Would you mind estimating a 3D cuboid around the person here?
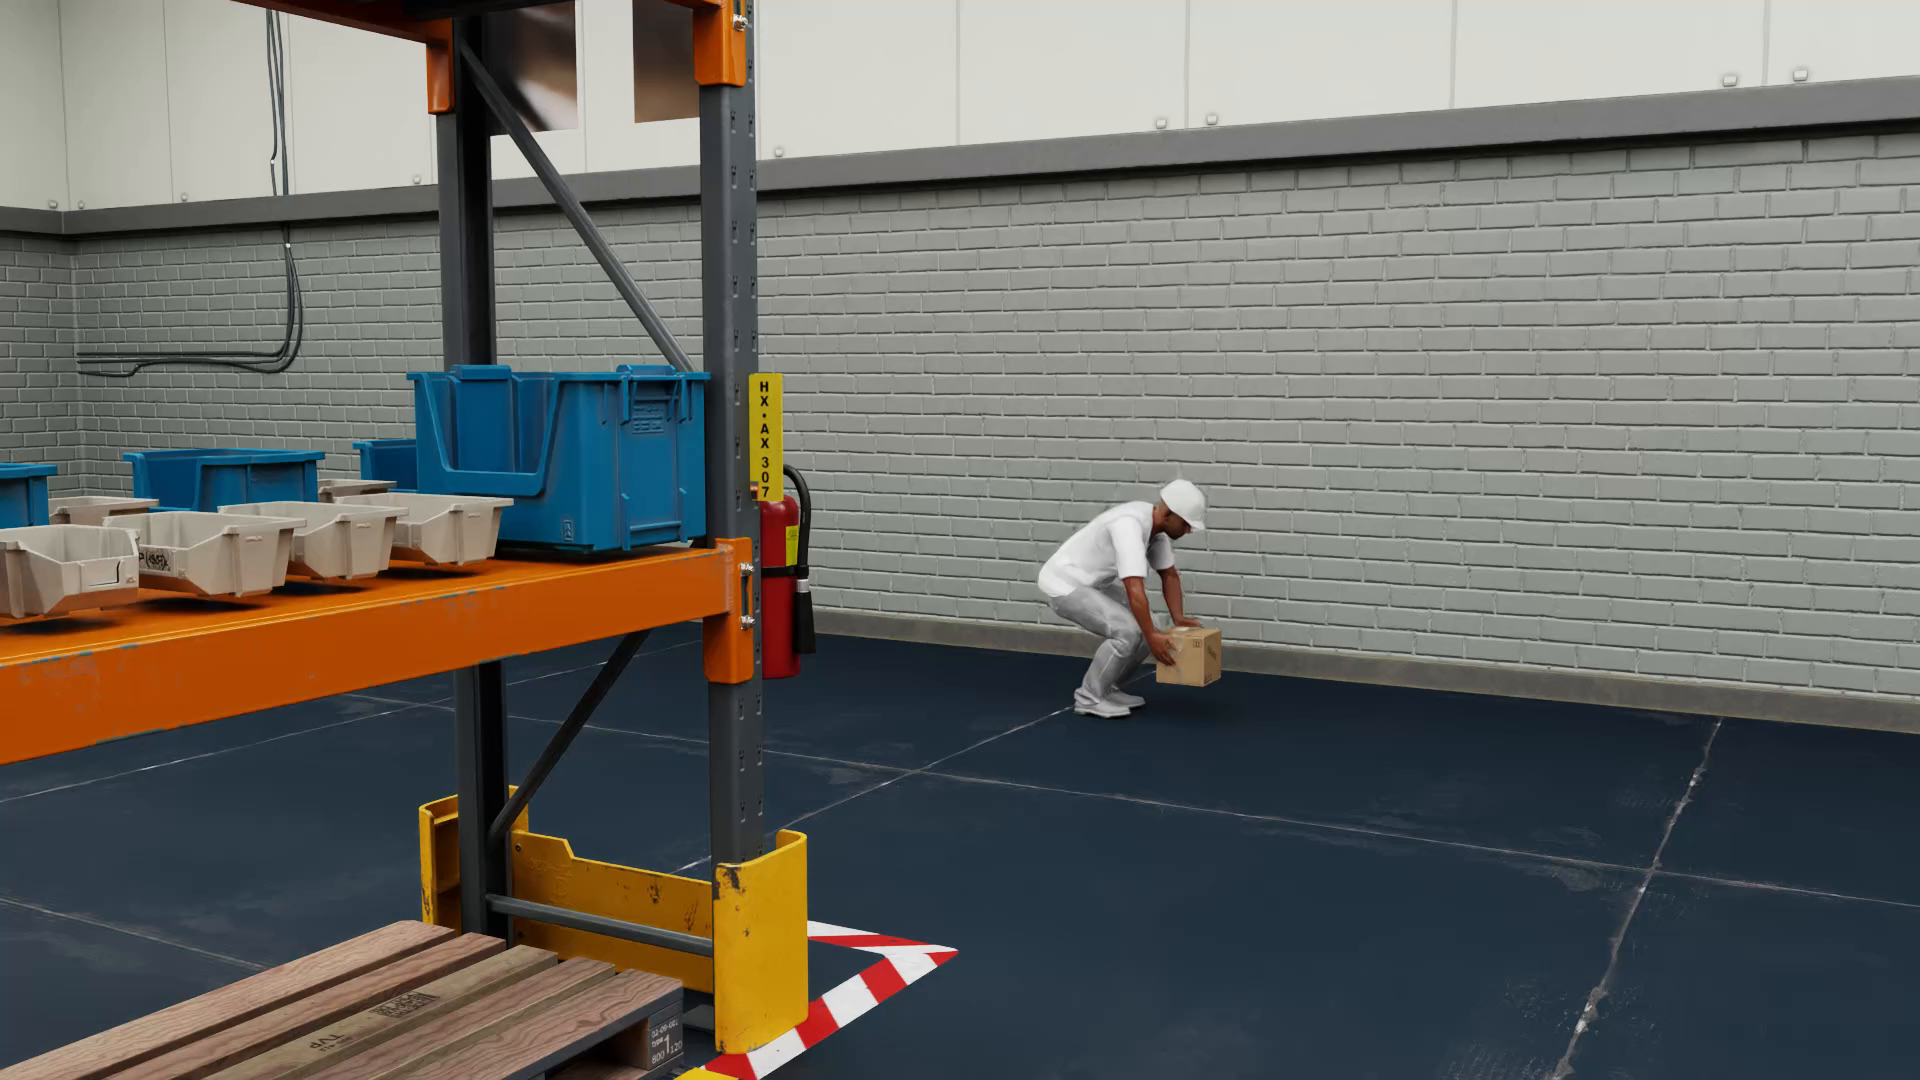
[{"bbox_3d":[0.840,0.285,8.517,0.839,1.204,0.620,3,7,28],"label":"person"}]
